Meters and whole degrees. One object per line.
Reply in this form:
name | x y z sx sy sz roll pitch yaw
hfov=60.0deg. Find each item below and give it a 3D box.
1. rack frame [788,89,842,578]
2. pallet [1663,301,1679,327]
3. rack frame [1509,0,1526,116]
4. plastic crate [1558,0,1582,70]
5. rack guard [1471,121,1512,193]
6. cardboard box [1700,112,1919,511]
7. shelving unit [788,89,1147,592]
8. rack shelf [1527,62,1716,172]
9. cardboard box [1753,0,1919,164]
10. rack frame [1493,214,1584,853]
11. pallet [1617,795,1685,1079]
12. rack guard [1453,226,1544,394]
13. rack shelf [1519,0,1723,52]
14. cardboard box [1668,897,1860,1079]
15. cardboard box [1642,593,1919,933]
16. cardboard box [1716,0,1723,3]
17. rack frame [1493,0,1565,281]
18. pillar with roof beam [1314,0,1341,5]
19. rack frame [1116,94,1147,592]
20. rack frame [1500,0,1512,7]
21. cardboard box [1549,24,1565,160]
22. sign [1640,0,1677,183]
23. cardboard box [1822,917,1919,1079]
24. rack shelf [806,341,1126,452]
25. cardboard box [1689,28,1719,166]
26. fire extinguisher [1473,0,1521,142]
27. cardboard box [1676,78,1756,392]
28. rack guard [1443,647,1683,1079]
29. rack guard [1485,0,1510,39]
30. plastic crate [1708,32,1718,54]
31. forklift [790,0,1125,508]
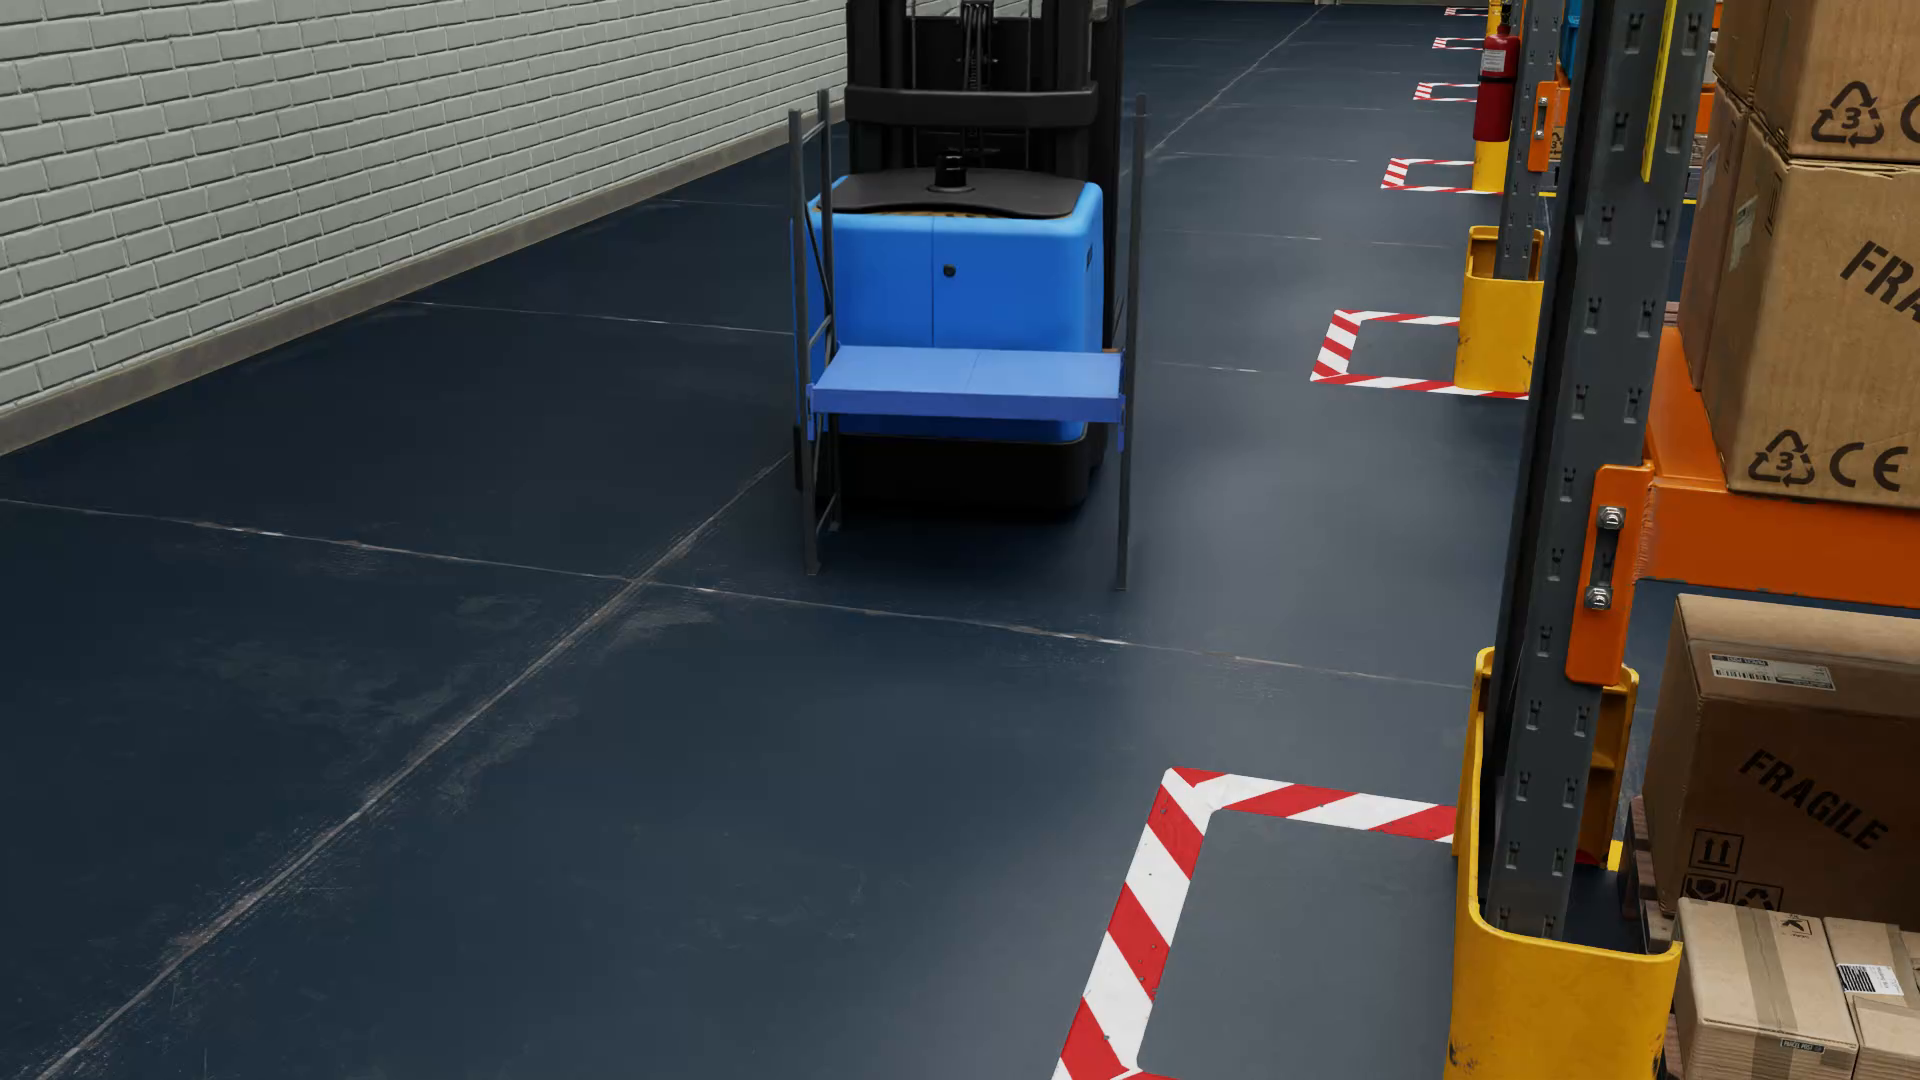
rack frame | -0.464 -0.665 5.415 0.032 1.500 0.500 2 22 6
pallet | 3.340 -0.866 7.604 1.213 0.211 1.003 7 23 16
rack frame | 3.992 -4.061 11.717 0.127 3.000 1.000 7 23 16
plastic crate | 2.936 -2.336 7.388 0.499 0.435 0.616 7 23 16
rack guard | 3.969 -2.907 12.198 0.348 0.500 1.175 7 23 16
cardboard box | 2.766 -0.321 2.469 3.026 0.500 1.079 7 23 16
shelving unit | 0.041 -0.644 5.363 1.048 1.500 0.538 2 22 6
rack shelf | 4.477 -1.709 6.932 4.000 0.370 1.077 7 23 16
cardboard box | 1.476 -0.826 2.382 0.500 0.500 0.500 7 23 17
rack frame | 1.126 -0.461 2.940 0.053 2.616 0.949 7 23 16
pallet | 1.964 0.924 3.240 1.213 0.211 1.003 7 23 16
rack guard | 2.535 -1.103 7.799 0.348 0.500 1.175 7 23 16
rack shelf | 5.907 -3.509 11.319 4.000 0.370 1.077 7 23 16
cardboard box | 1.429 0.824 2.985 0.250 0.149 0.380 7 23 16
cardboard box | 1.719 0.461 3.407 0.500 0.500 0.500 7 23 16
cardboard box | 4.978 -3.702 11.173 0.250 0.149 0.380 6 23 15
rack frame | 2.562 -2.261 7.330 0.127 3.000 1.000 7 23 16
pillar with roof beam | 4.721 -11.300 21.459 0.400 9.000 9.100 7 23 16
rack frame | 0.546 -0.622 5.311 0.032 1.500 0.500 2 22 6
rack frame | 6.855 -7.661 20.495 0.127 3.000 1.000 7 23 16
cardboard box | 4.628 -3.231 11.940 0.875 0.875 0.875 7 23 16
sign | 0.971 -0.665 2.298 0.005 0.325 0.100 7 23 16
cardboard box | 1.668 0.844 2.914 0.250 0.166 0.380 7 23 16
rack shelf | 0.041 -0.477 5.431 1.000 0.185 0.538 2 22 6
cardboard box | 5.500 -3.131 11.697 0.875 0.875 0.875 7 23 16
fire extinguisher | 2.549 -2.234 7.858 0.183 0.674 0.296 7 23 16
cardboard box | 1.635 -0.558 3.046 0.500 0.500 0.500 7 23 17
rack guard | 1.200 0.703 3.397 0.348 0.500 1.175 7 23 16
rack guard | 6.832 -6.507 20.975 0.348 0.500 1.175 7 23 16
plastic crate | 3.395 -2.143 7.311 0.243 0.136 0.396 7 23 16
forklift | 0.135 -1.992 6.765 1.130 2.935 3.031 3 23 8
